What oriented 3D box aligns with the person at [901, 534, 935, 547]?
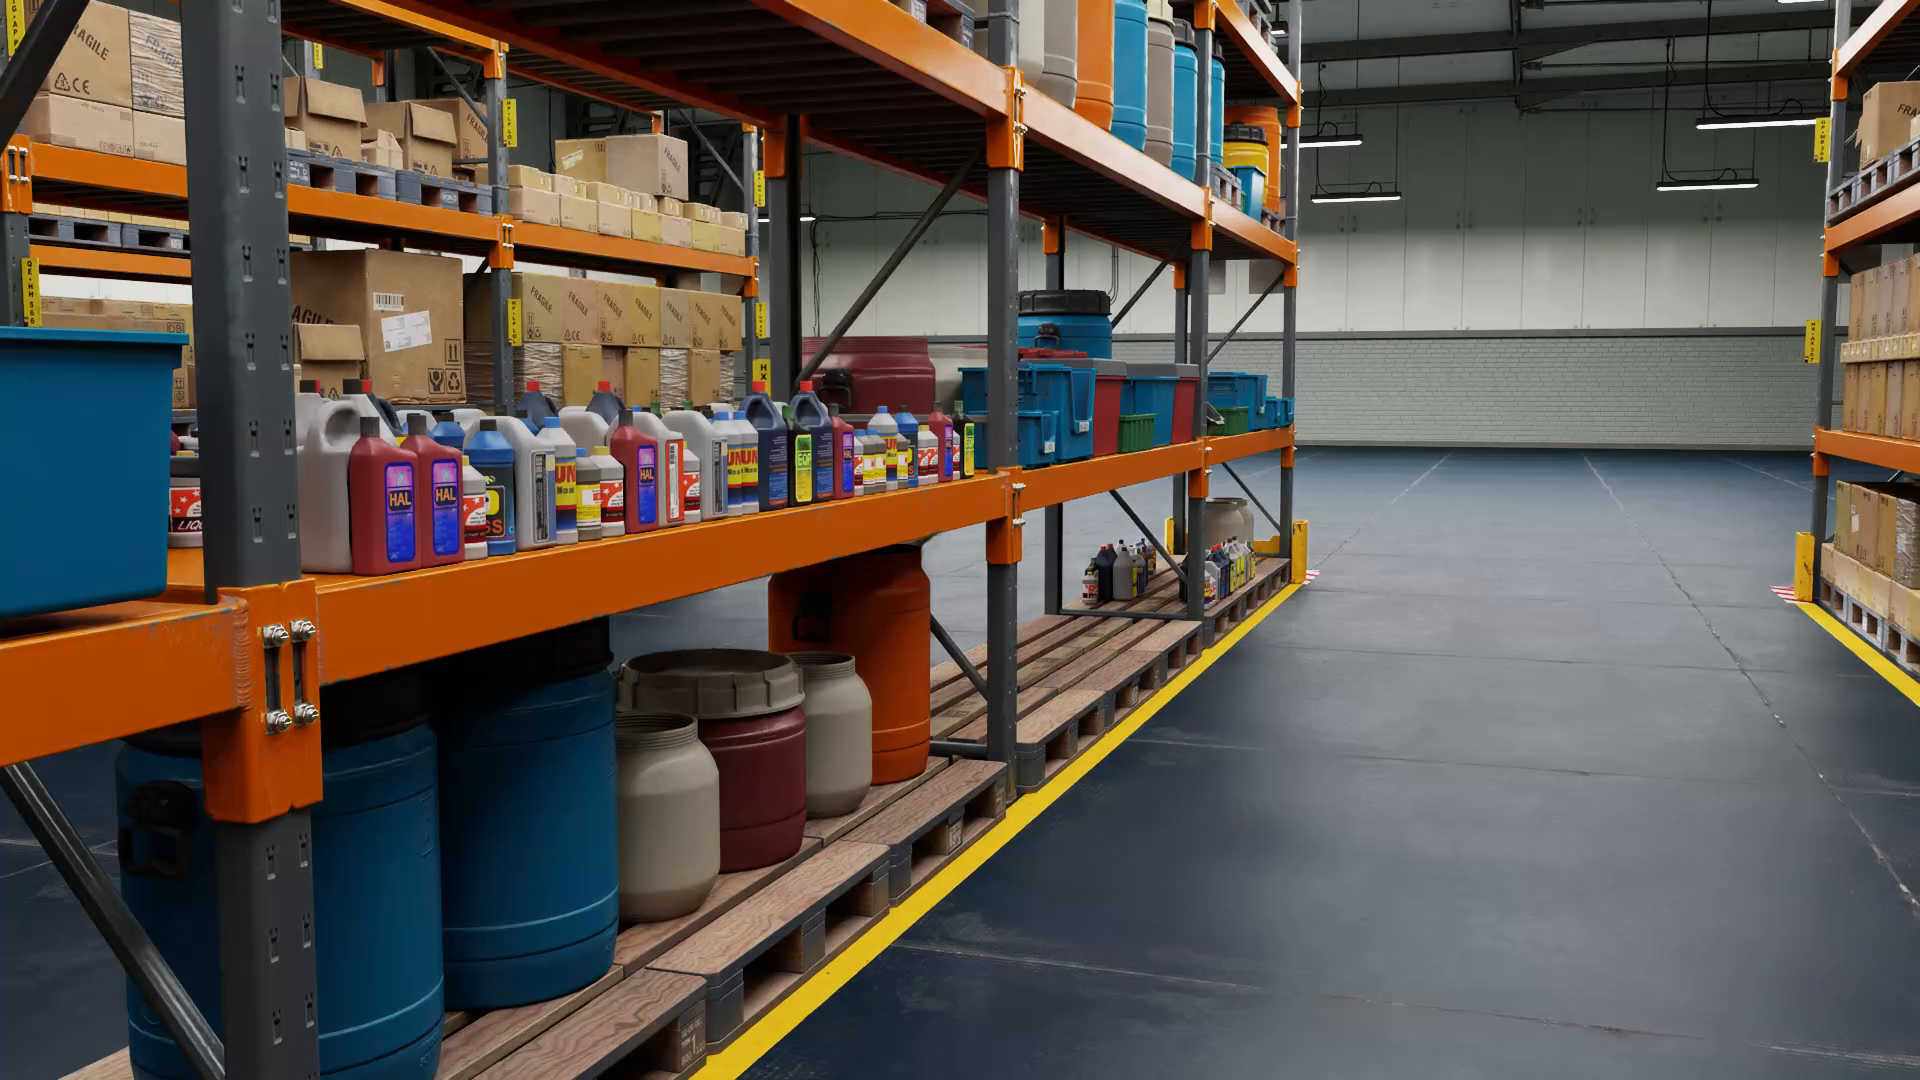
[{"bbox_3d":[-0.574,0.063,10.996,0.917,1.125,0.445,2,6,16],"label":"person"}]
